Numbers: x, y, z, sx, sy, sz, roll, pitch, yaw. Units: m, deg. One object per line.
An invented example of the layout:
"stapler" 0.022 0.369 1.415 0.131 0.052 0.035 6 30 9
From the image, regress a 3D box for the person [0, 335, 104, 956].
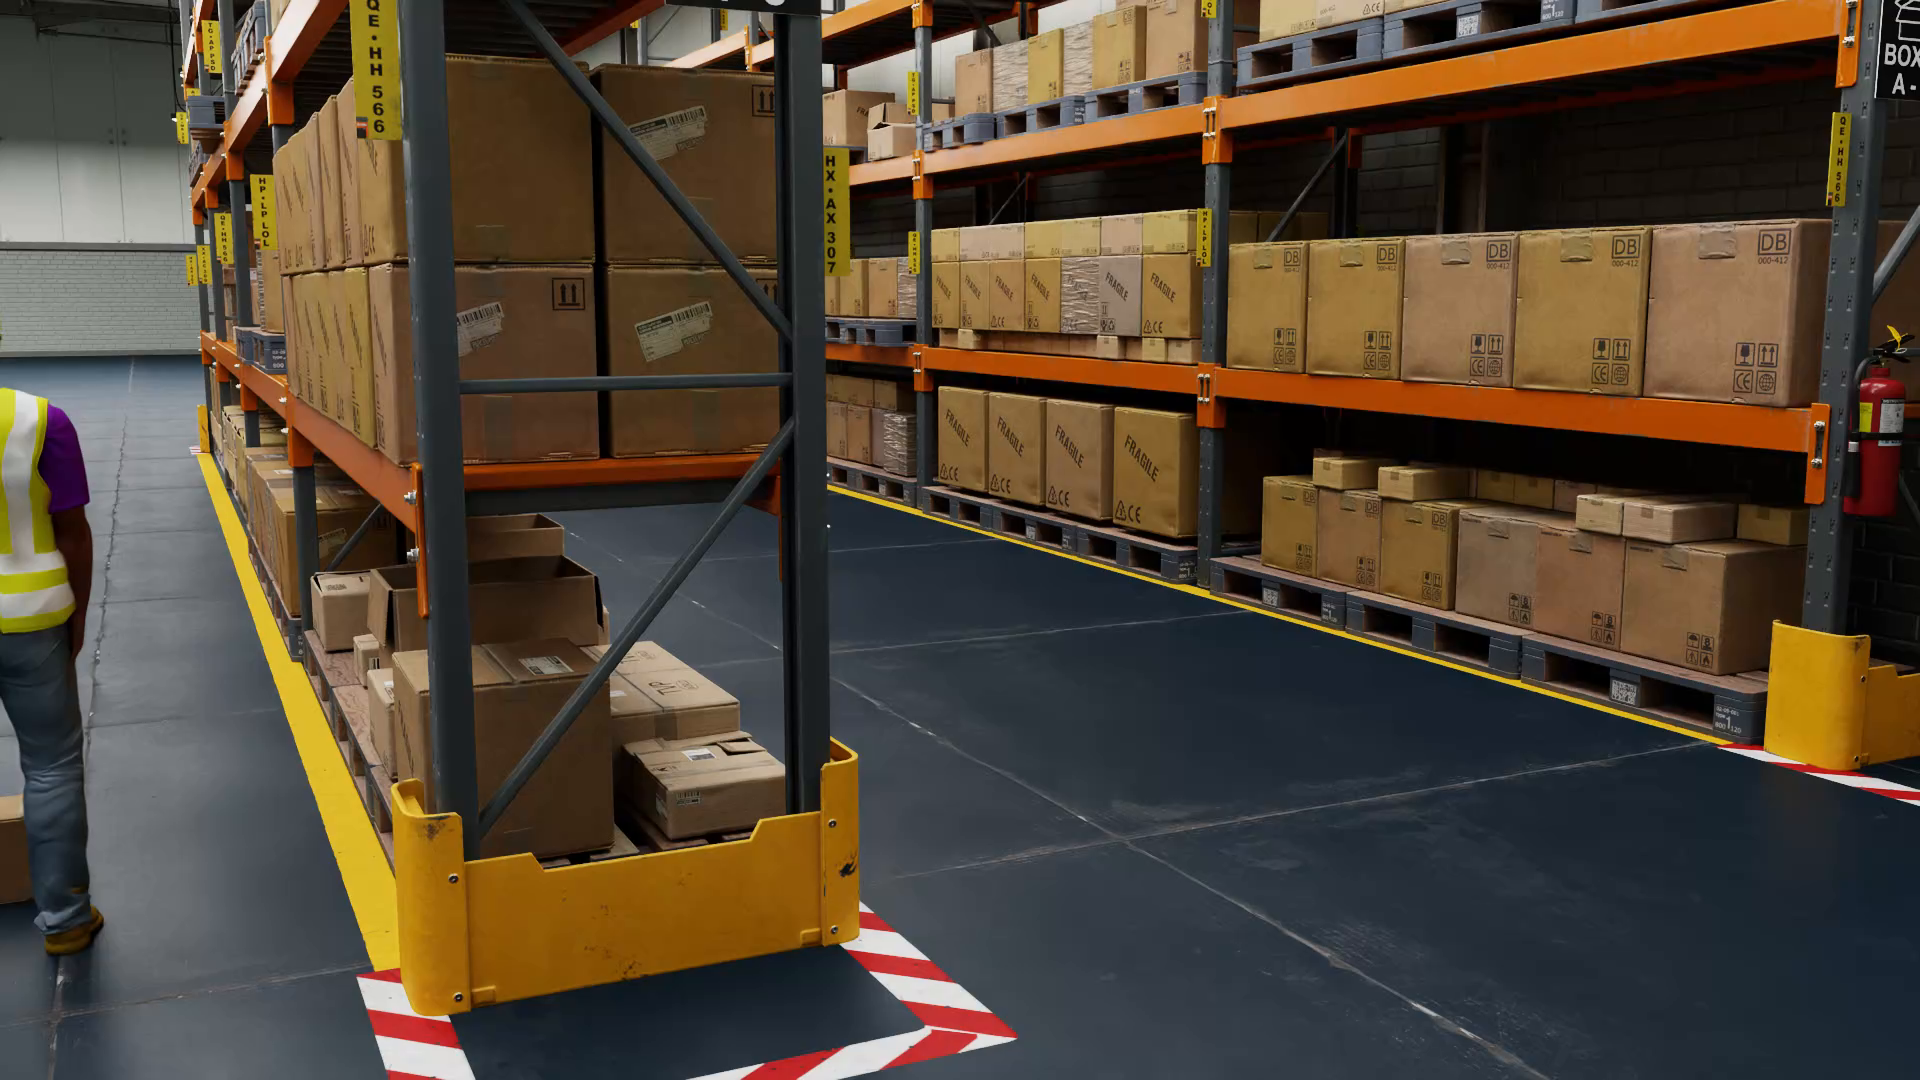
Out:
"person" -2.551 0.222 4.317 0.573 1.752 0.384 -3 9 -22
